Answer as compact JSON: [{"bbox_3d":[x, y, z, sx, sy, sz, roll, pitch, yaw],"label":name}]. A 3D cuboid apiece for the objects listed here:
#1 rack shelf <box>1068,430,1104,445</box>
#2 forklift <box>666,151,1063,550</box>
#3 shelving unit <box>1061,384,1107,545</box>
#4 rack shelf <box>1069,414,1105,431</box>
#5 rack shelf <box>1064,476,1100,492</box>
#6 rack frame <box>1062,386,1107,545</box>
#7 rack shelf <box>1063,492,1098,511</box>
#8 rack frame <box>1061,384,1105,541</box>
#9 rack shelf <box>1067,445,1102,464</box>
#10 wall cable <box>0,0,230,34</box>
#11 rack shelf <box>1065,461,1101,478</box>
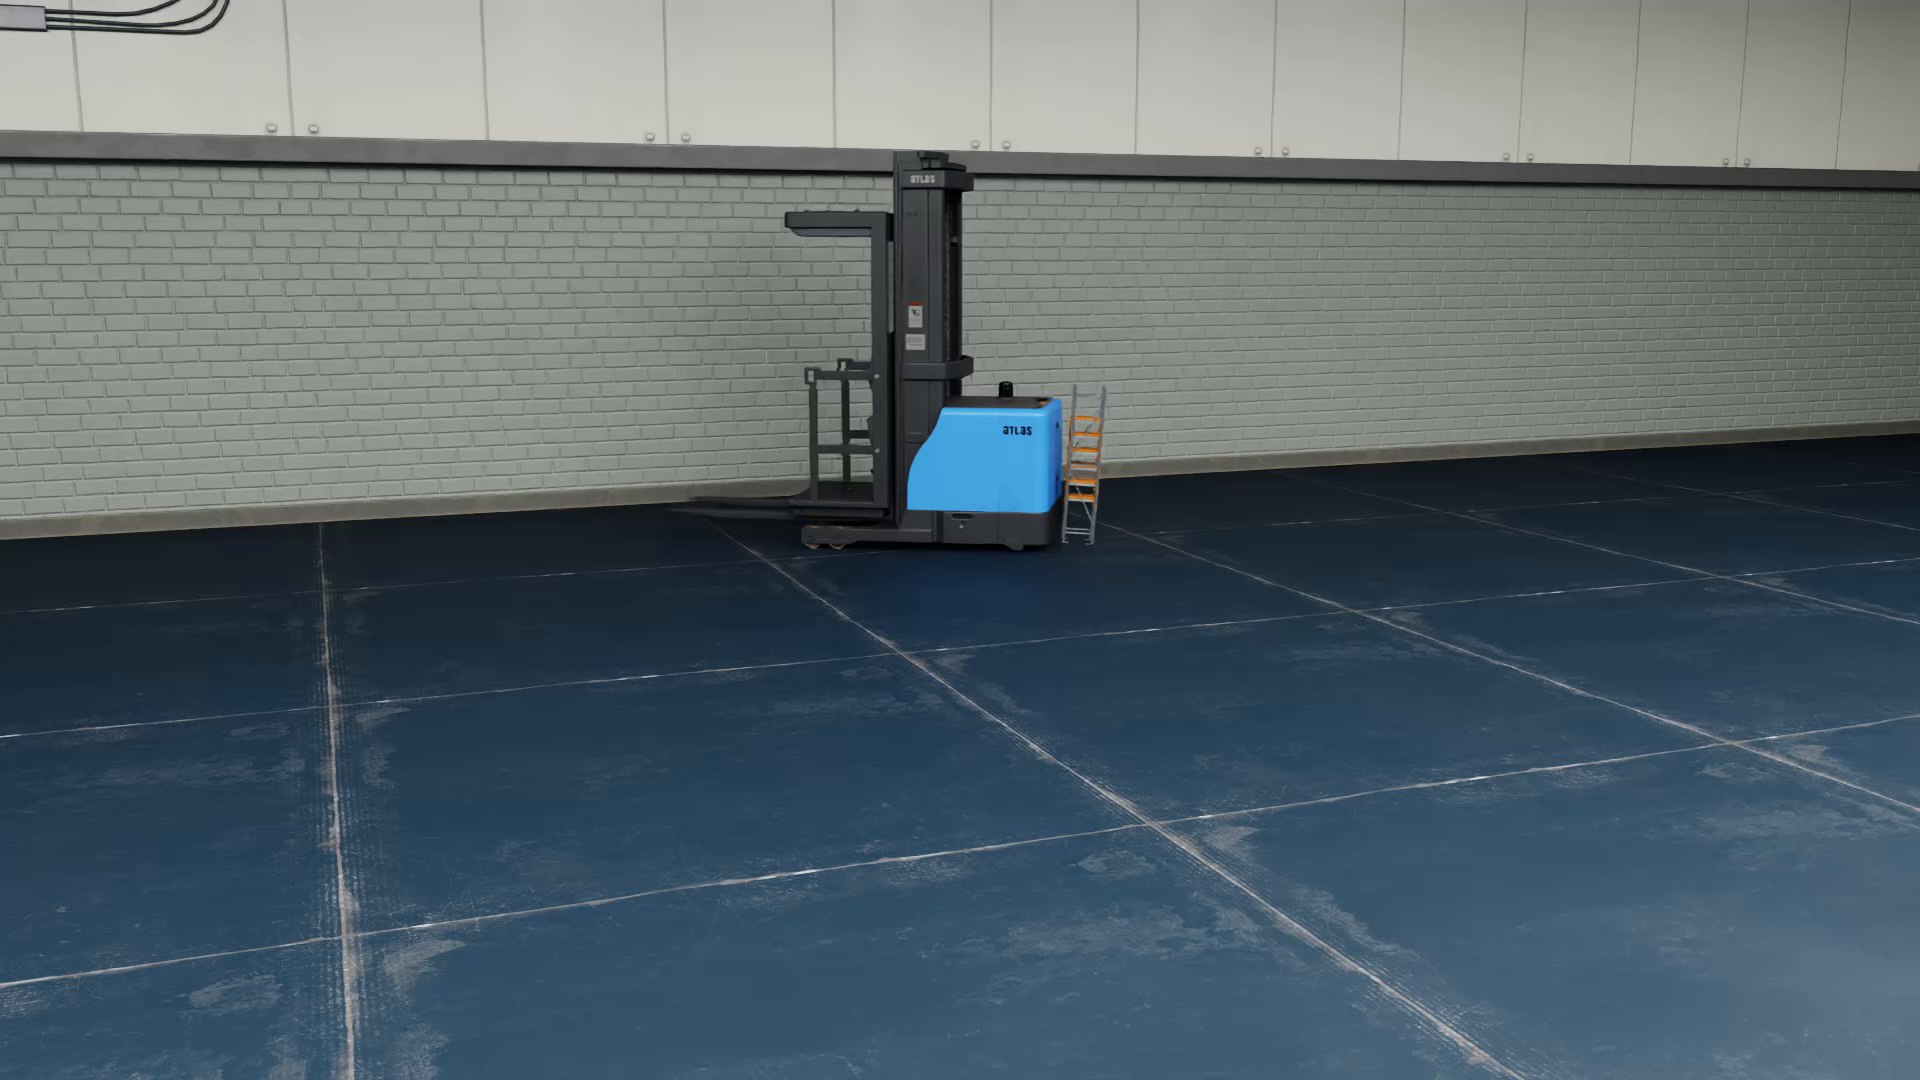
[{"bbox_3d":[0.955,-0.770,12.657,0.258,0.103,0.180,4,10,-1],"label":"rack shelf"},{"bbox_3d":[-0.749,-1.467,12.799,3.031,2.935,1.130,2,10,10],"label":"forklift"},{"bbox_3d":[0.941,-0.578,12.691,0.258,1.200,0.189,4,10,-1],"label":"shelving unit"},{"bbox_3d":[0.964,-0.888,12.636,0.258,0.103,0.180,4,10,-1],"label":"rack shelf"},{"bbox_3d":[0.930,-0.416,12.719,0.258,0.103,0.180,4,10,-1],"label":"rack shelf"},{"bbox_3d":[0.941,-0.562,12.601,0.240,1.200,0.006,4,10,-1],"label":"rack frame"},{"bbox_3d":[0.922,-0.298,12.740,0.258,0.103,0.180,4,10,-1],"label":"rack shelf"},{"bbox_3d":[0.942,-0.594,12.781,0.240,1.200,0.006,4,10,-1],"label":"rack frame"},{"bbox_3d":[0.947,-0.652,12.678,0.258,0.103,0.180,4,10,-1],"label":"rack shelf"},{"bbox_3d":[-6.678,-6.151,12.091,2.305,6.003,0.169,-4,11,-21],"label":"wall cable"},{"bbox_3d":[0.938,-0.534,12.699,0.258,0.103,0.180,4,10,-1],"label":"rack shelf"}]
